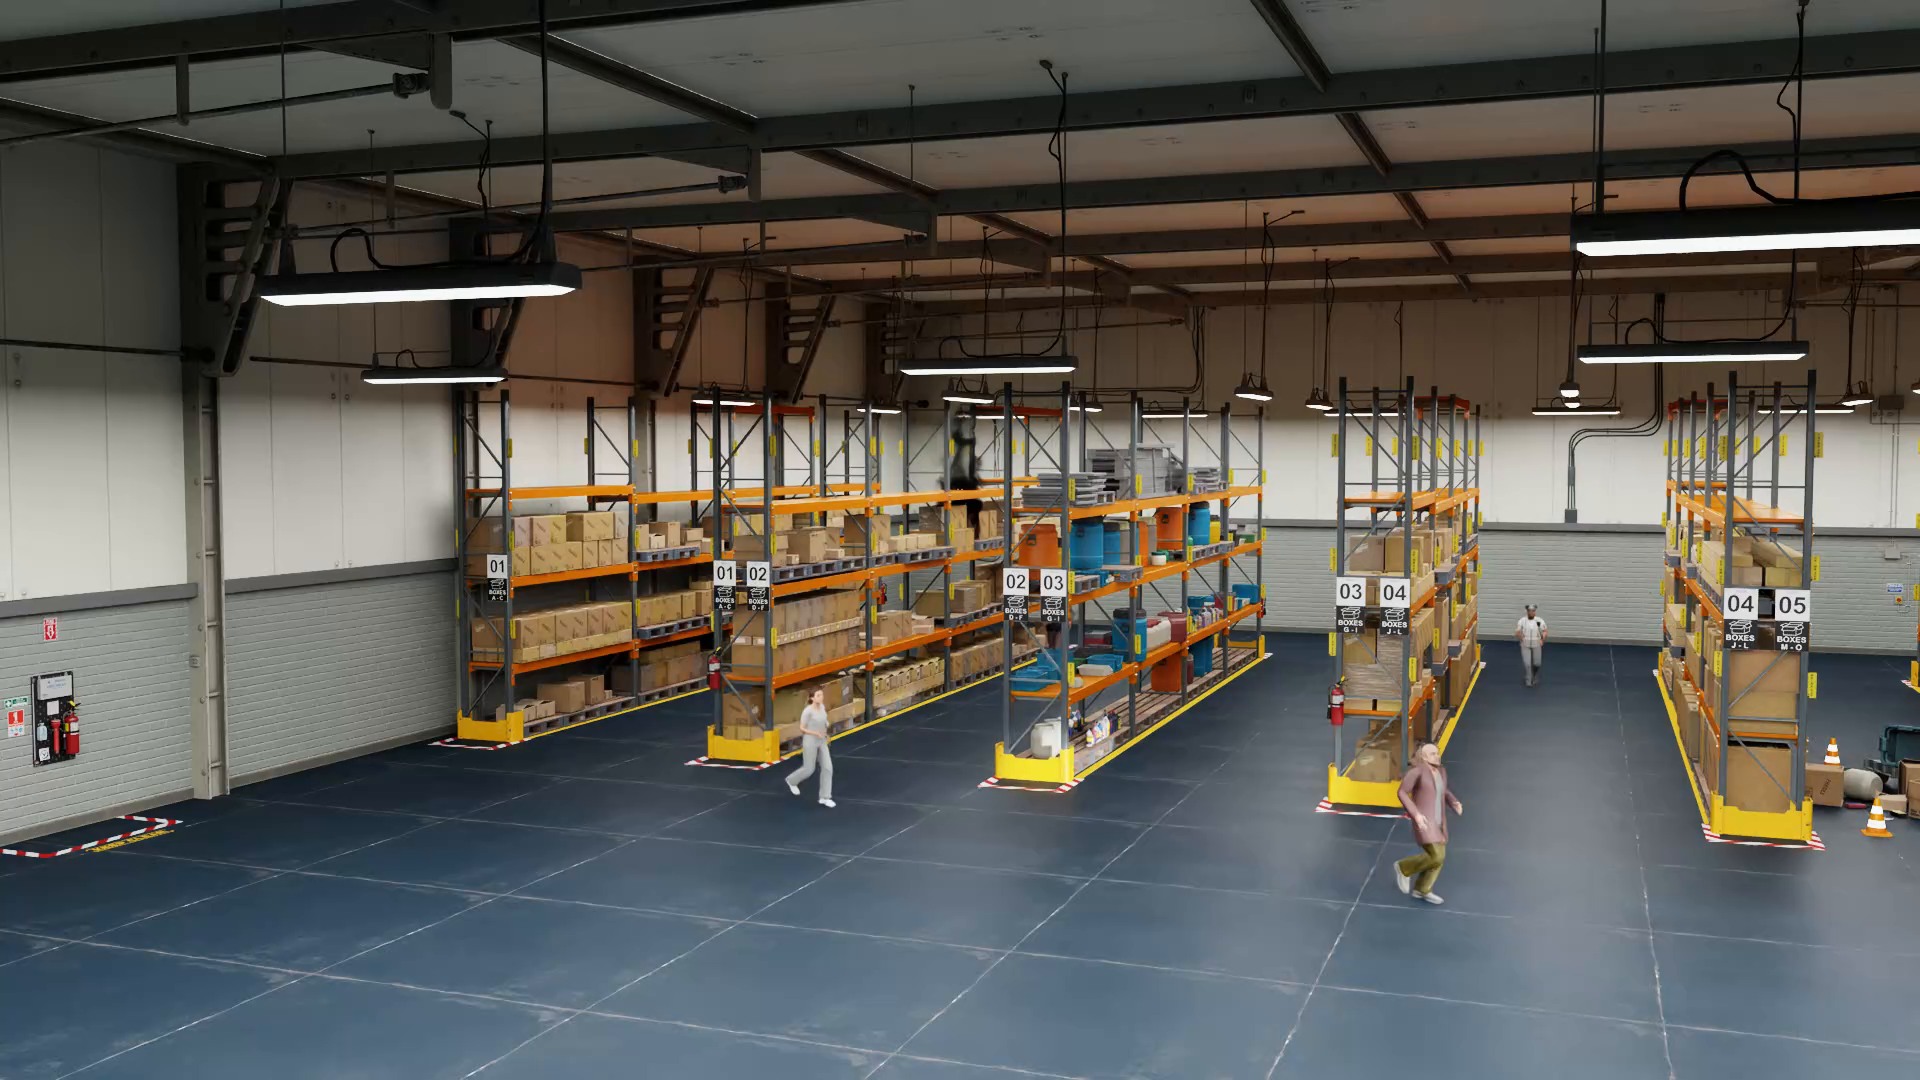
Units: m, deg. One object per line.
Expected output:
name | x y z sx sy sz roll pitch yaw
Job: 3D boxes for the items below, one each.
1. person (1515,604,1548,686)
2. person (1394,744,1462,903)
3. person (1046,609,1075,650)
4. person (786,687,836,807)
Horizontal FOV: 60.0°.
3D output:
person | 11.983 2.207 34.882 0.655 1.736 0.610 1 3 17
person | 5.202 3.122 18.377 0.692 1.747 0.637 -2 4 -35
person | 1.997 1.948 34.706 0.673 1.737 0.989 1 3 18
person | -2.085 2.881 23.392 0.926 1.656 0.536 3 4 43
